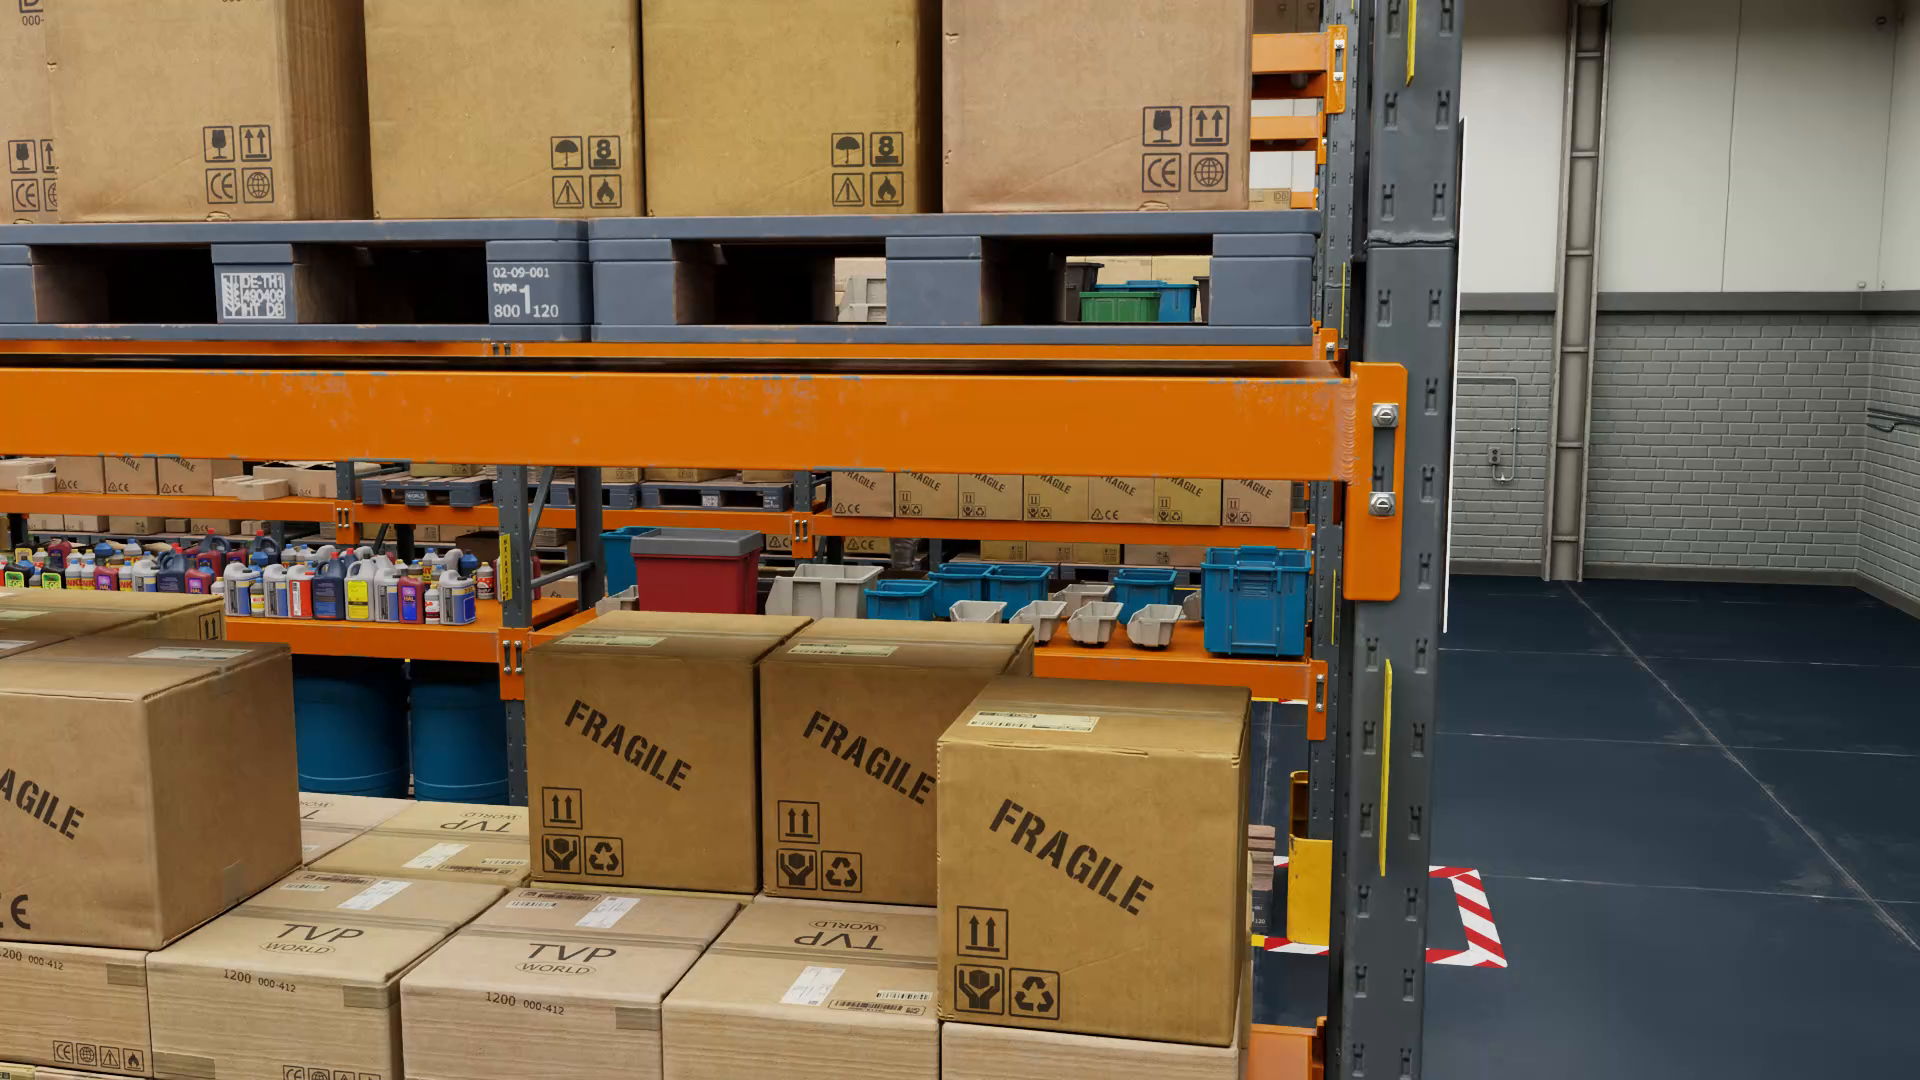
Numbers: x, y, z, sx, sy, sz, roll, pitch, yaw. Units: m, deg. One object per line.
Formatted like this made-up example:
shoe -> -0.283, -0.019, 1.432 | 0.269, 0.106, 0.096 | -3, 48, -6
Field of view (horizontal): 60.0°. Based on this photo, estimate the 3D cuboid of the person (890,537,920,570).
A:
person -> -0.579, -0.102, 15.463 | 0.565, 1.788, 0.503 | 2, 8, 11
